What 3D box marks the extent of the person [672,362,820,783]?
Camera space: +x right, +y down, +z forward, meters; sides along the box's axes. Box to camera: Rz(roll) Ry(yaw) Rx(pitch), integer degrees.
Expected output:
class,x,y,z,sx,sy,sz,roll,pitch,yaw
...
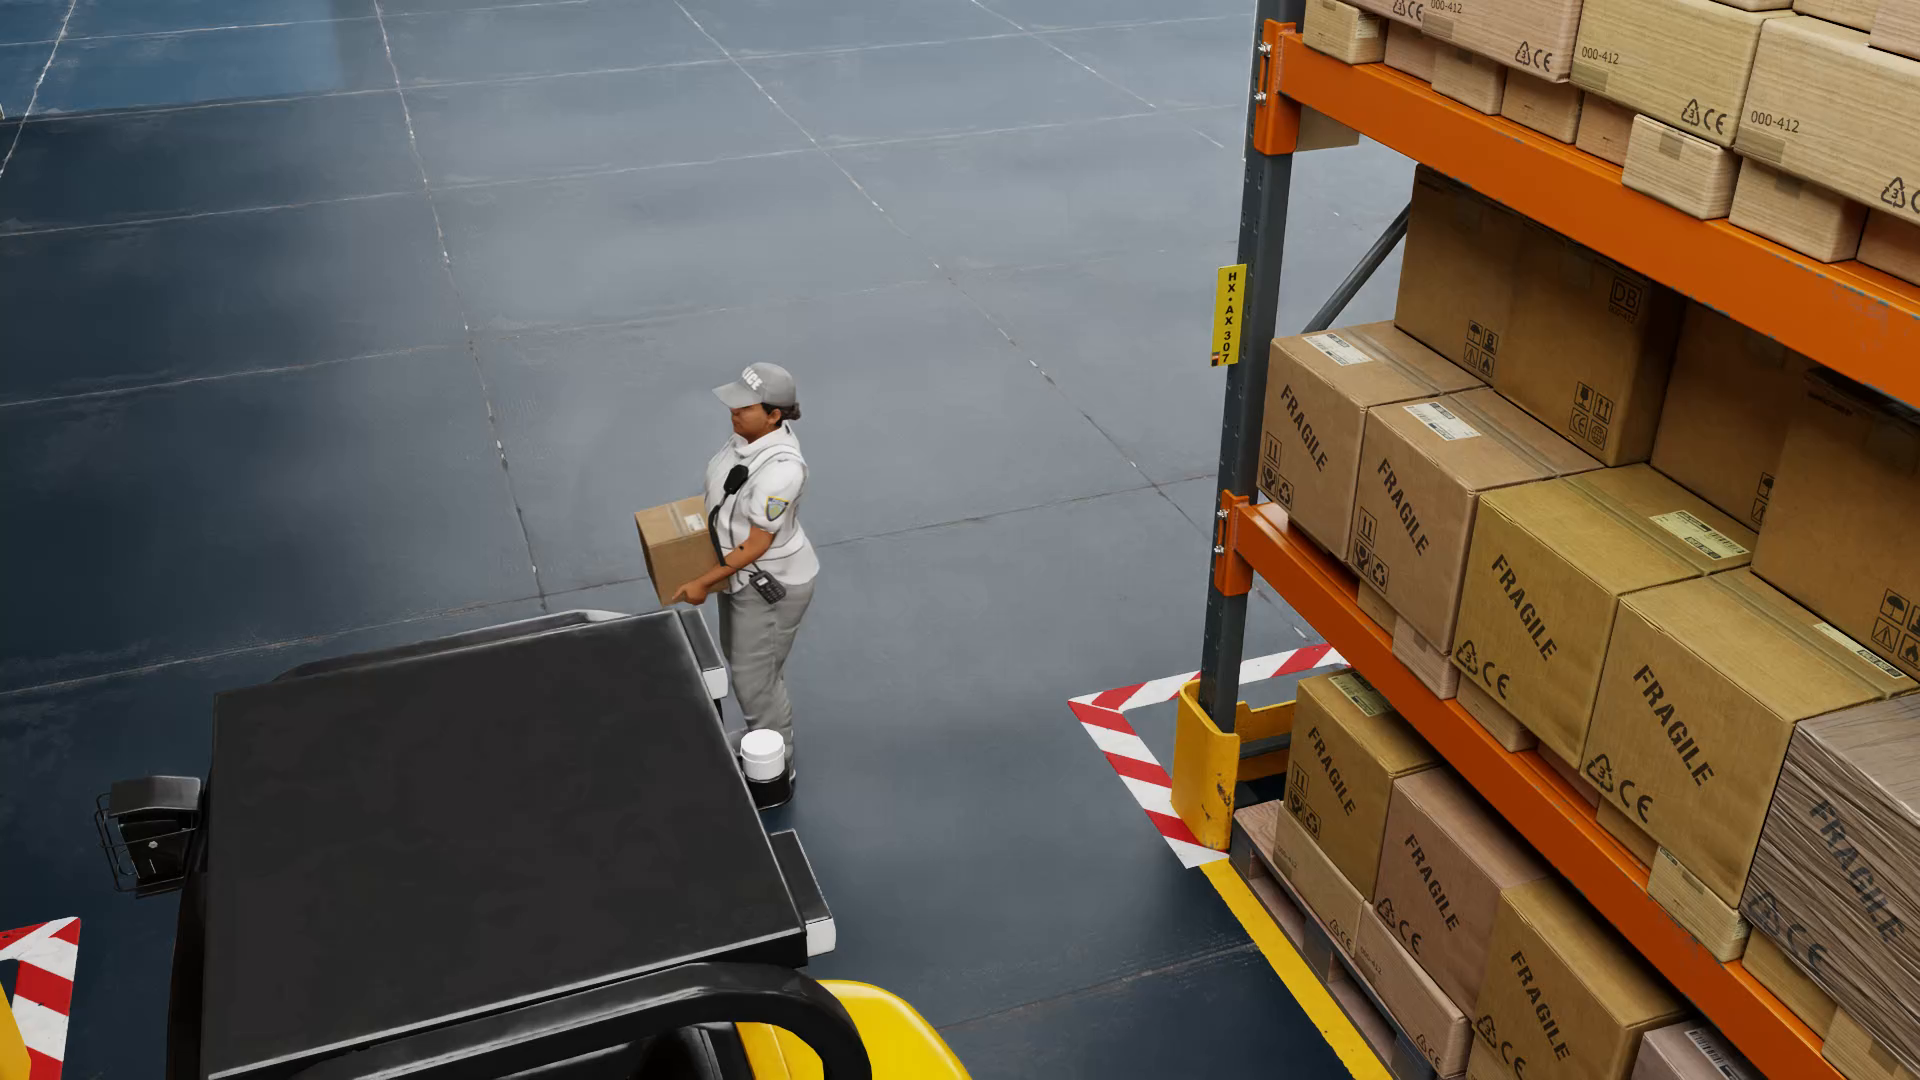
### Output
class,x,y,z,sx,sy,sz,roll,pitch,yaw
person,-0.773,0.151,5.875,0.534,1.653,0.453,-10,32,-17
